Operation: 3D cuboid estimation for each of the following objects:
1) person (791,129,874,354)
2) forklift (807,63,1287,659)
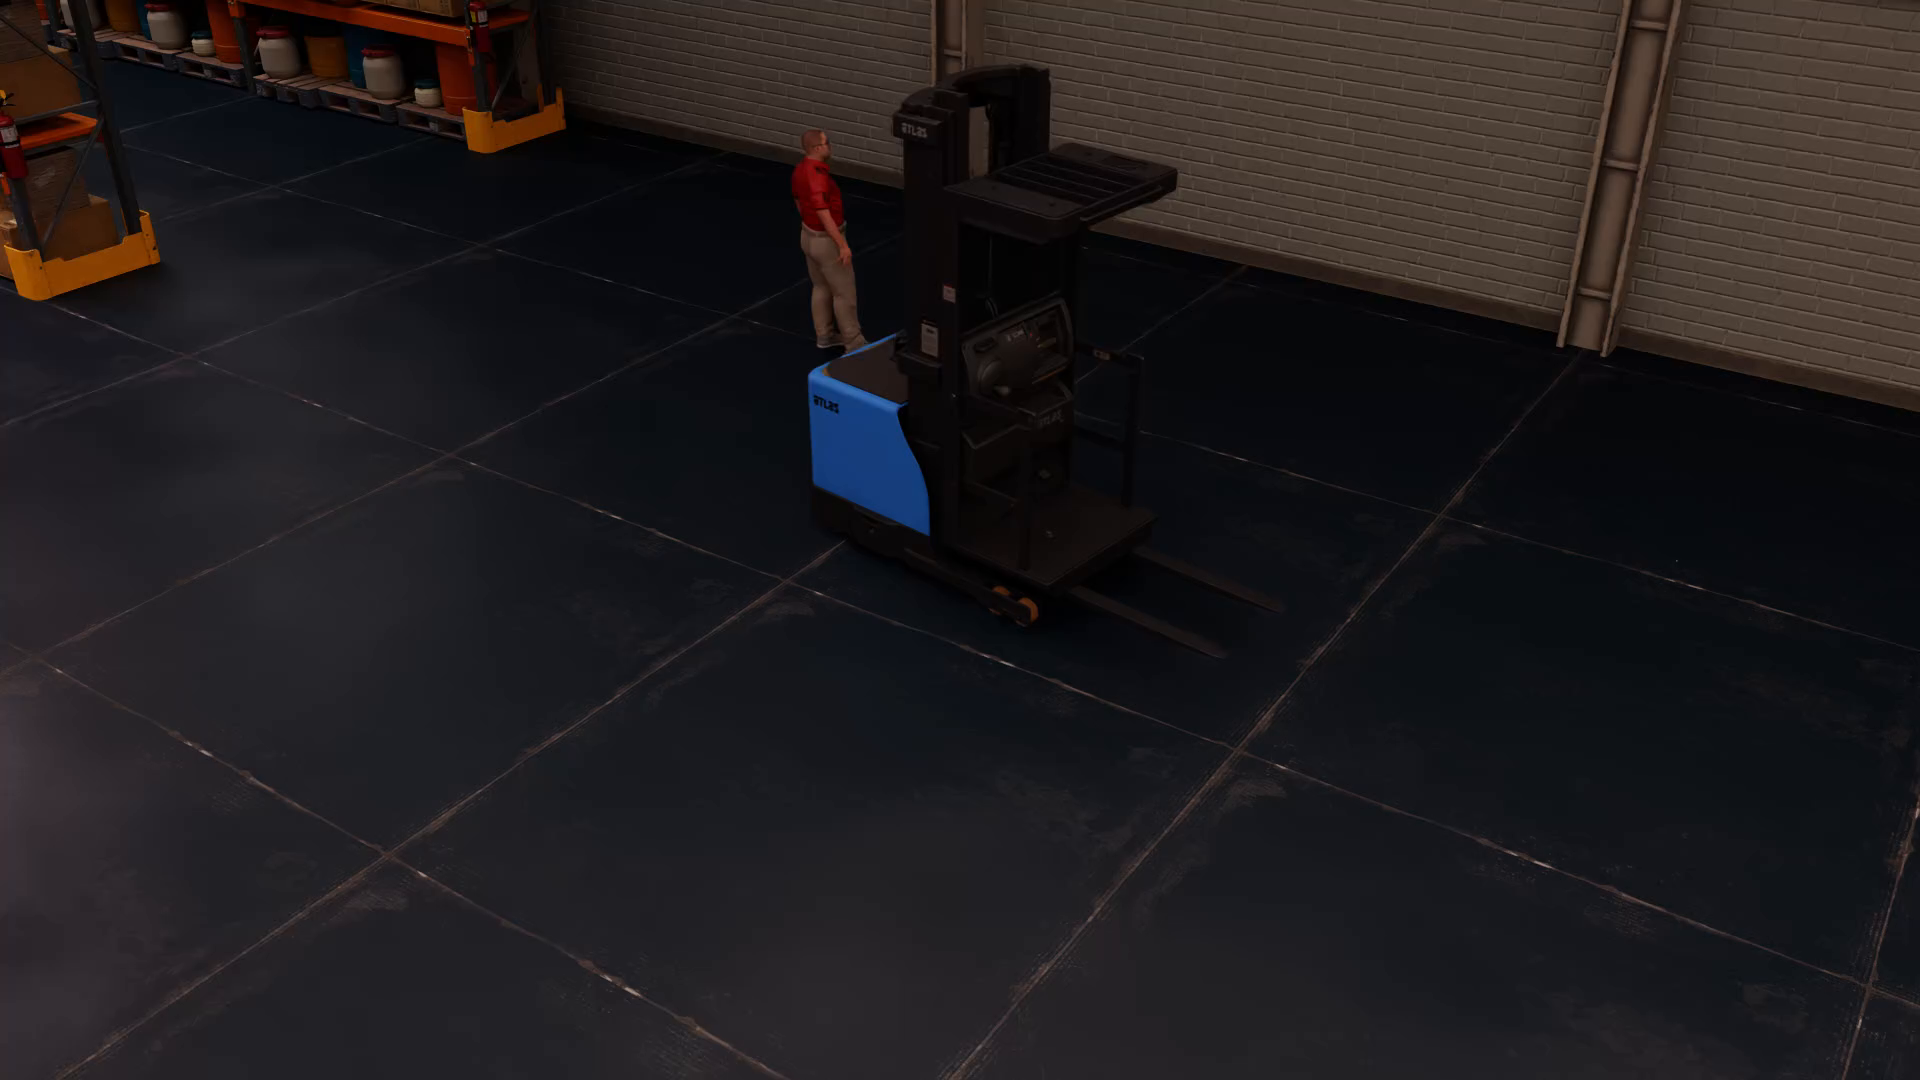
[{"bbox_3d":[-0.943,-2.281,12.700,0.546,1.732,0.659,-15,33,-24],"label":"person"},{"bbox_3d":[0.491,-1.065,9.414,3.031,2.935,1.130,24,38,35],"label":"forklift"}]
